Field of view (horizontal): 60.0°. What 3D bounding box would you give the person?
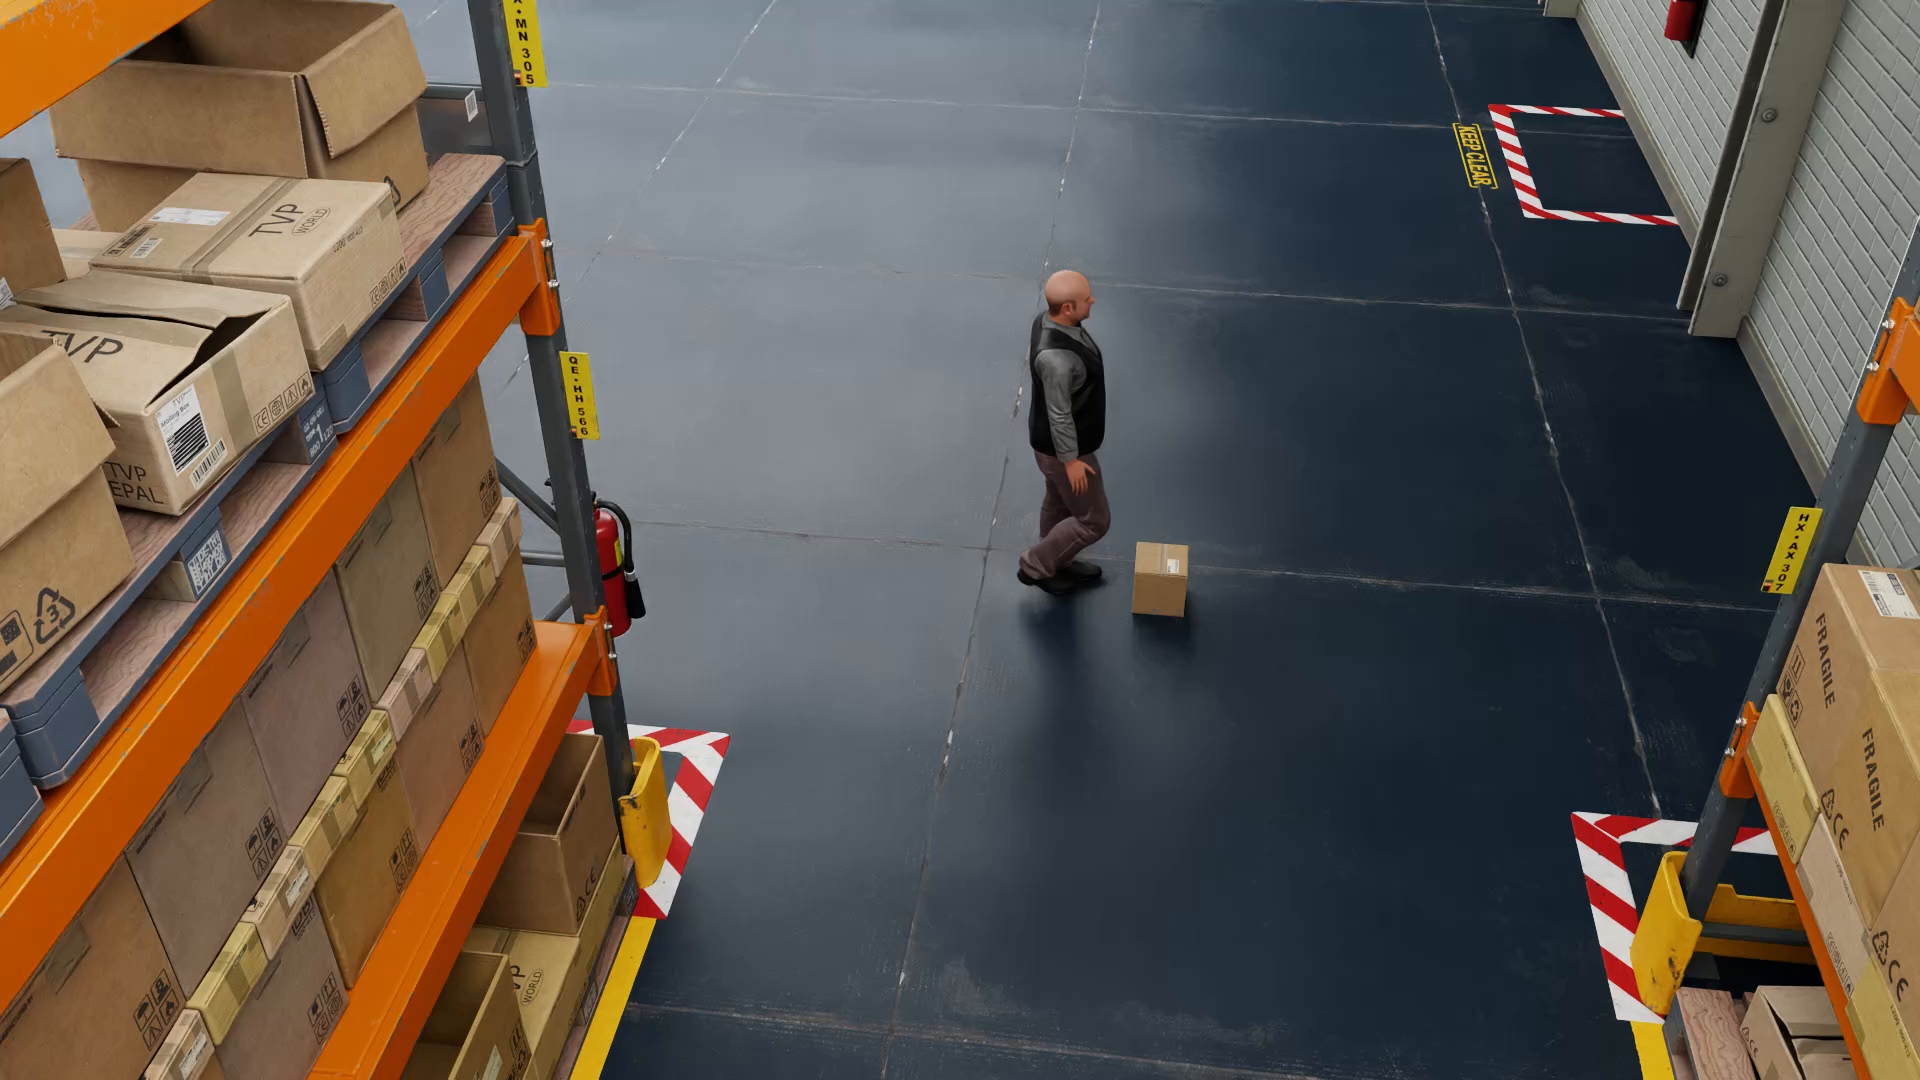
[{"bbox_3d":[0.493,-0.421,7.697,0.432,1.636,0.556,1,36,2],"label":"person"}]
